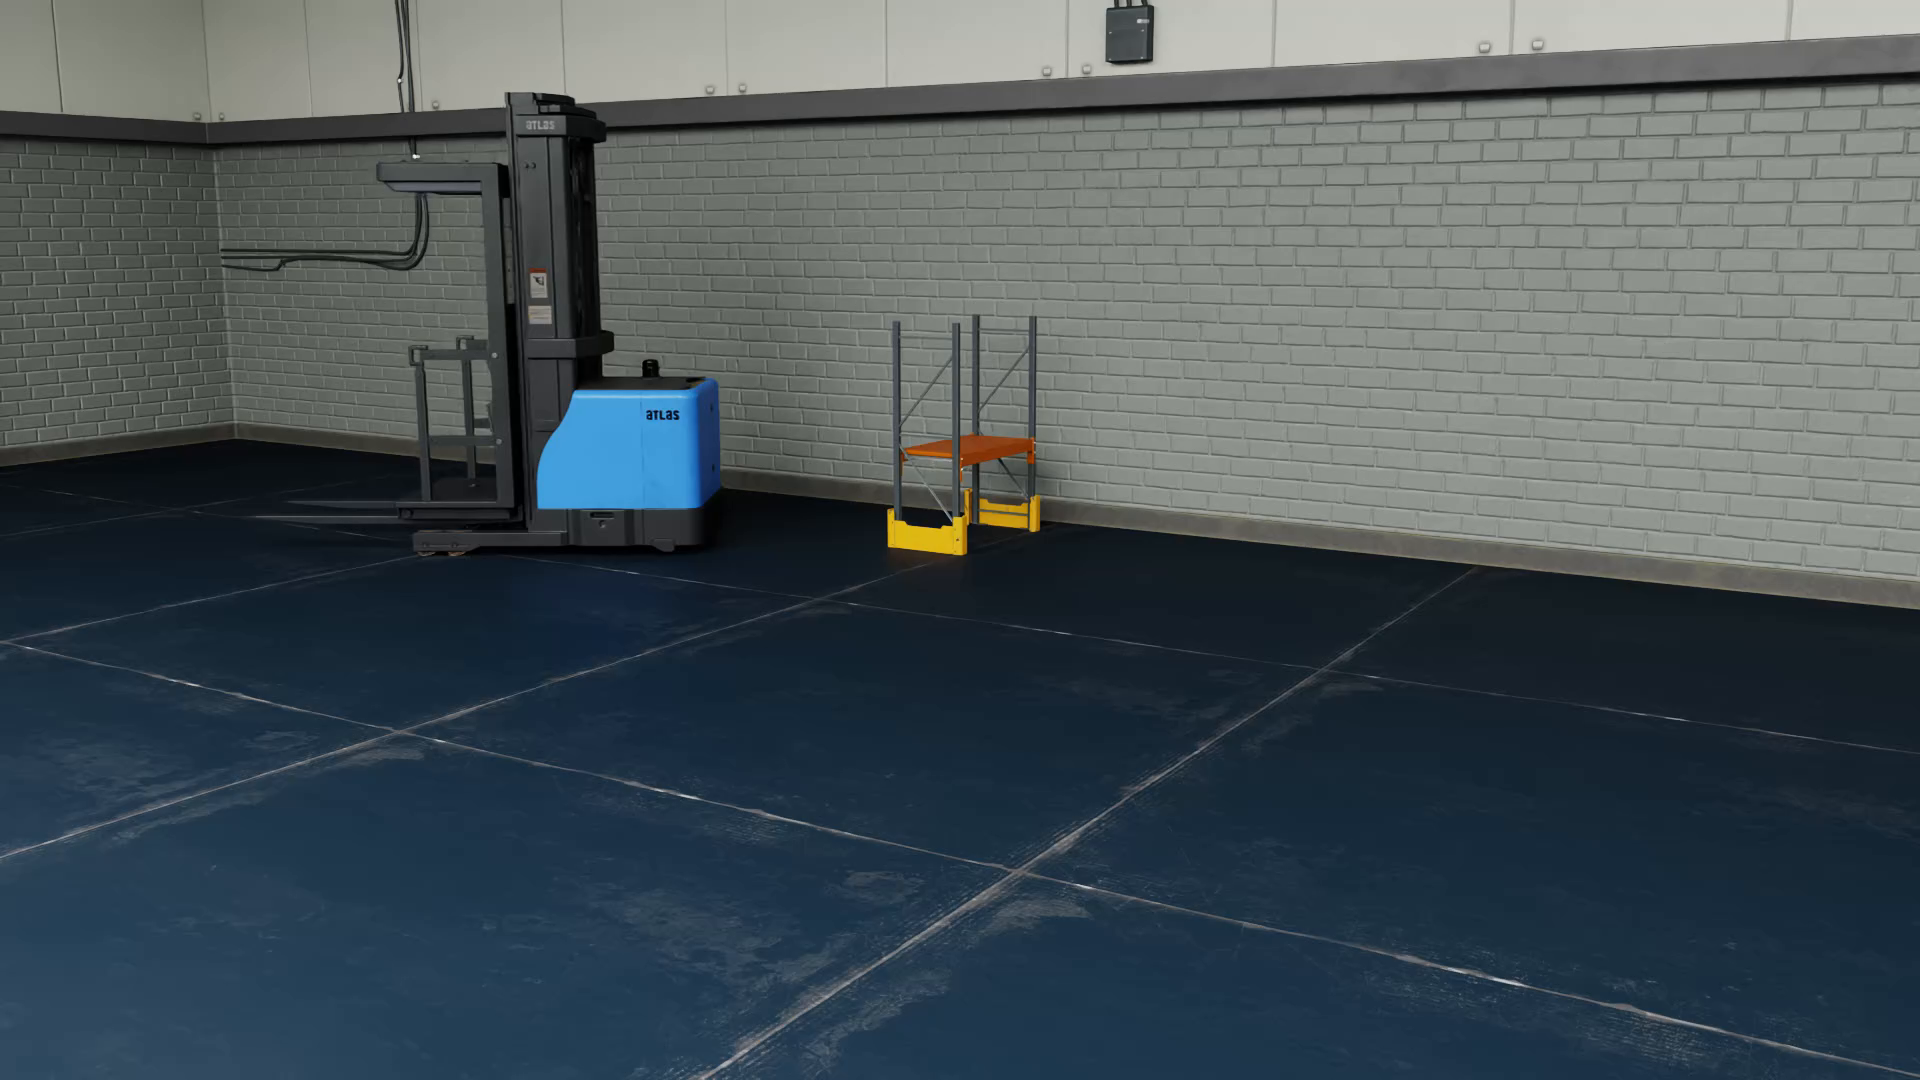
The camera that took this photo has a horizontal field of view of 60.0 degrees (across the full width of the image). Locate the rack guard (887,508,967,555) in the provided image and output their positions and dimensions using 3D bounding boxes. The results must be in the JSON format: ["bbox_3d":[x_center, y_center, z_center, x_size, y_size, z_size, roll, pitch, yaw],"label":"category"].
[{"bbox_3d":[-0.219,-0.057,10.991,0.587,0.250,0.087,6,12,31],"label":"rack guard"}]

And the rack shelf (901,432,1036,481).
[{"bbox_3d":[0.044,-0.574,11.335,0.538,0.185,1.000,6,12,31],"label":"rack shelf"}]

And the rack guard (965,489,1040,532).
[{"bbox_3d":[0.298,-0.213,11.828,0.587,0.250,0.087,6,12,31],"label":"rack guard"}]

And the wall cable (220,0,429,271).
[{"bbox_3d":[-6.121,-3.785,15.569,3.097,2.526,0.112,6,12,31],"label":"wall cable"}]

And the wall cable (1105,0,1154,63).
[{"bbox_3d":[1.984,-6.073,10.112,2.305,6.003,0.169,6,12,31],"label":"wall cable"}]

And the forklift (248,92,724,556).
[{"bbox_3d":[-3.181,-1.433,11.055,3.031,2.935,1.130,0,11,0],"label":"forklift"}]

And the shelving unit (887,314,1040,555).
[{"bbox_3d":[0.040,-0.749,11.295,0.587,1.500,1.083,6,12,31],"label":"shelving unit"}]

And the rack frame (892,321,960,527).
[{"bbox_3d":[-0.220,-0.671,10.875,0.500,1.500,0.032,6,12,31],"label":"rack frame"}]

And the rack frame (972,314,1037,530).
[{"bbox_3d":[0.308,-0.831,11.729,0.500,1.500,0.032,6,12,31],"label":"rack frame"}]
